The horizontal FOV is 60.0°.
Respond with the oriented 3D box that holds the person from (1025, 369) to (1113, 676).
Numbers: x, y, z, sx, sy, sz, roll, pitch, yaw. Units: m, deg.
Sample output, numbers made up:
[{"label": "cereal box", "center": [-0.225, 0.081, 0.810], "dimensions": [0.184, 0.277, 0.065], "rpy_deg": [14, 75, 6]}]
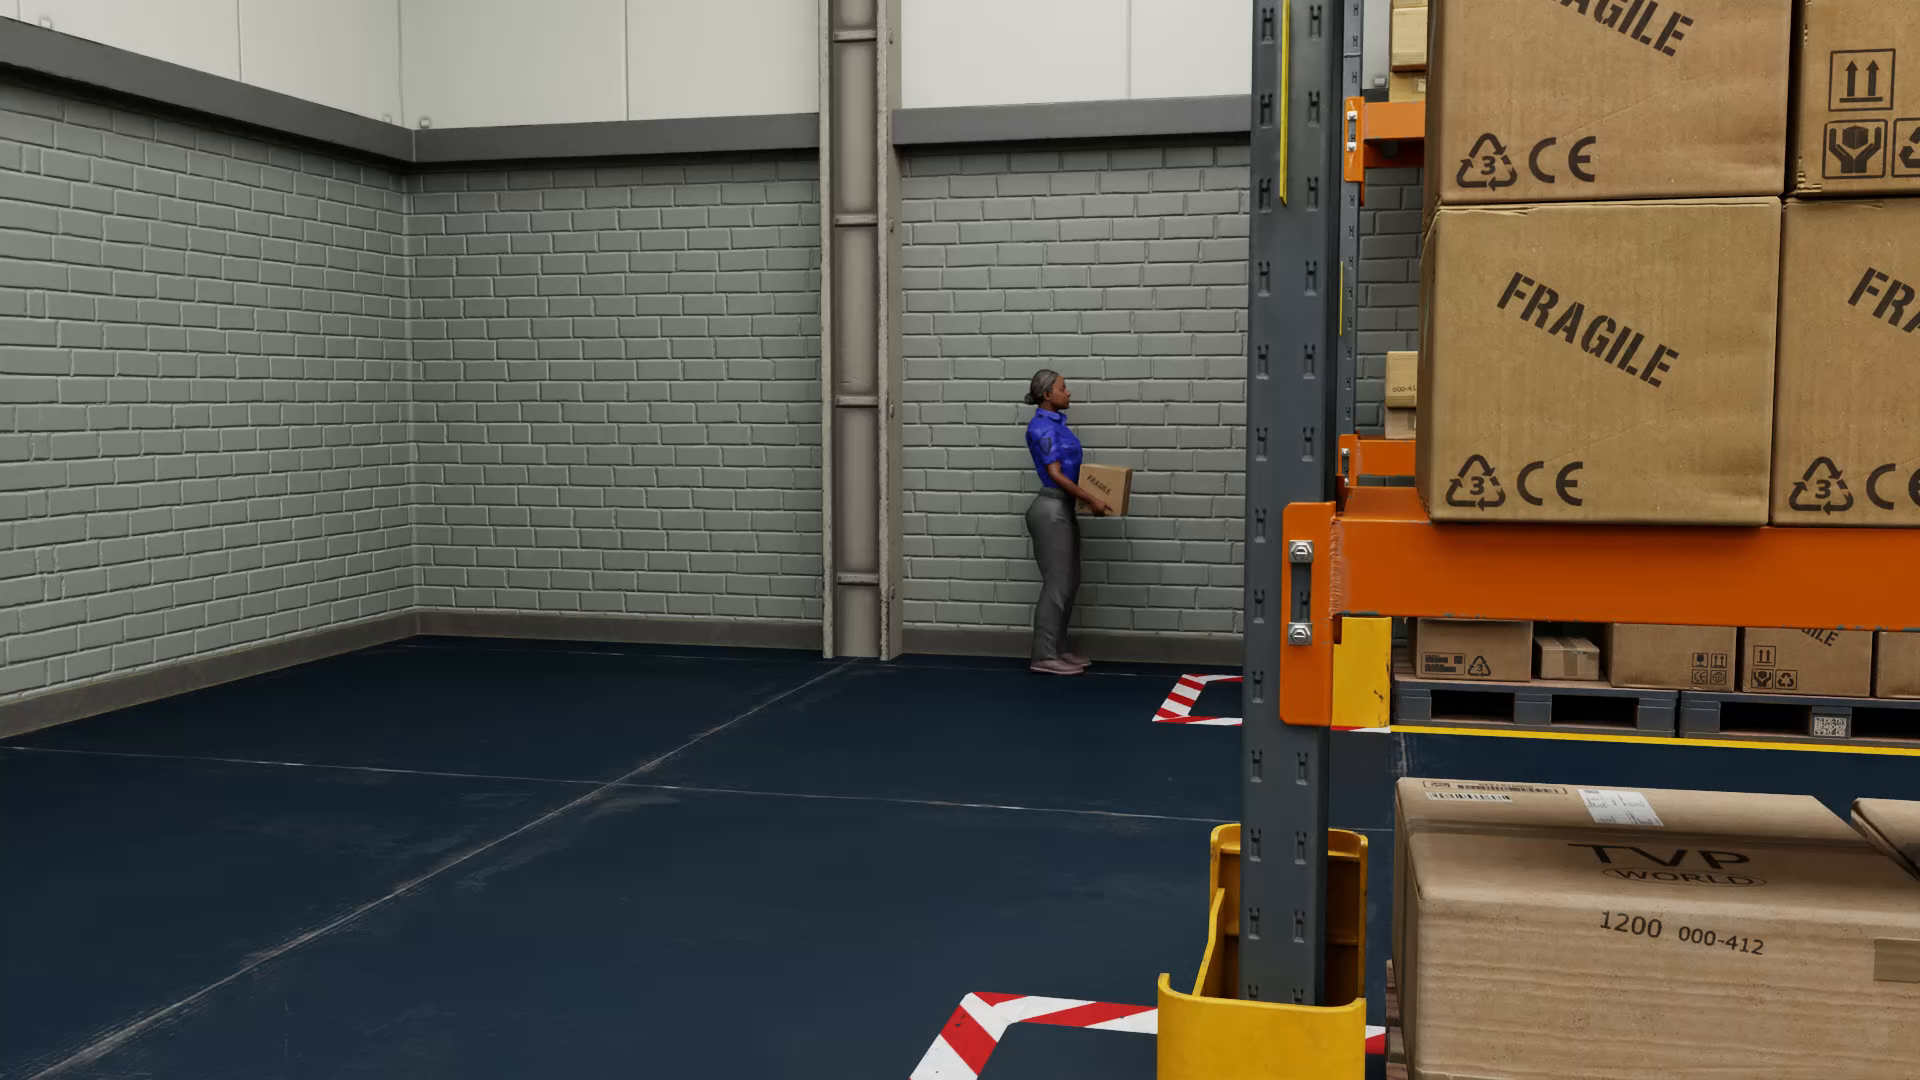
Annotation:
[{"label": "person", "center": [0.600, -0.102, 9.050], "dimensions": [0.517, 1.647, 0.450], "rpy_deg": [1, 5, 14]}]
